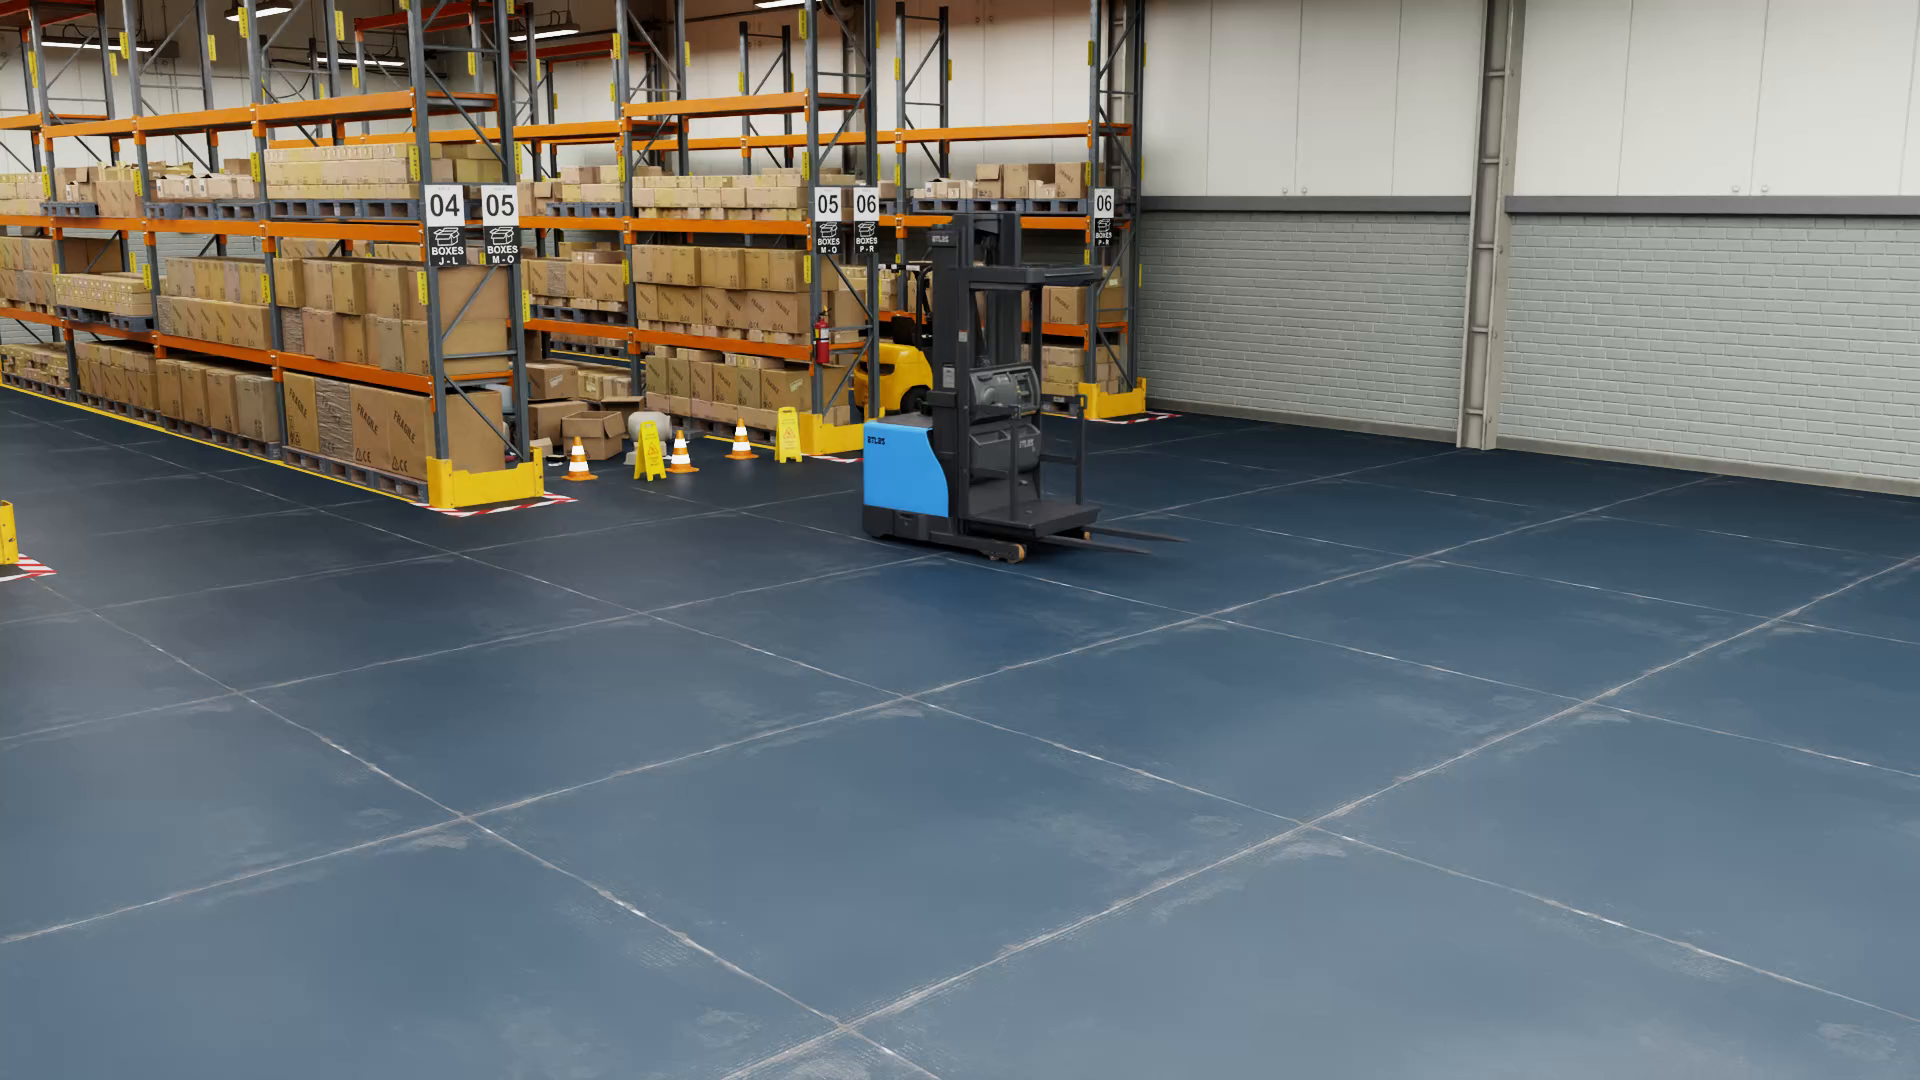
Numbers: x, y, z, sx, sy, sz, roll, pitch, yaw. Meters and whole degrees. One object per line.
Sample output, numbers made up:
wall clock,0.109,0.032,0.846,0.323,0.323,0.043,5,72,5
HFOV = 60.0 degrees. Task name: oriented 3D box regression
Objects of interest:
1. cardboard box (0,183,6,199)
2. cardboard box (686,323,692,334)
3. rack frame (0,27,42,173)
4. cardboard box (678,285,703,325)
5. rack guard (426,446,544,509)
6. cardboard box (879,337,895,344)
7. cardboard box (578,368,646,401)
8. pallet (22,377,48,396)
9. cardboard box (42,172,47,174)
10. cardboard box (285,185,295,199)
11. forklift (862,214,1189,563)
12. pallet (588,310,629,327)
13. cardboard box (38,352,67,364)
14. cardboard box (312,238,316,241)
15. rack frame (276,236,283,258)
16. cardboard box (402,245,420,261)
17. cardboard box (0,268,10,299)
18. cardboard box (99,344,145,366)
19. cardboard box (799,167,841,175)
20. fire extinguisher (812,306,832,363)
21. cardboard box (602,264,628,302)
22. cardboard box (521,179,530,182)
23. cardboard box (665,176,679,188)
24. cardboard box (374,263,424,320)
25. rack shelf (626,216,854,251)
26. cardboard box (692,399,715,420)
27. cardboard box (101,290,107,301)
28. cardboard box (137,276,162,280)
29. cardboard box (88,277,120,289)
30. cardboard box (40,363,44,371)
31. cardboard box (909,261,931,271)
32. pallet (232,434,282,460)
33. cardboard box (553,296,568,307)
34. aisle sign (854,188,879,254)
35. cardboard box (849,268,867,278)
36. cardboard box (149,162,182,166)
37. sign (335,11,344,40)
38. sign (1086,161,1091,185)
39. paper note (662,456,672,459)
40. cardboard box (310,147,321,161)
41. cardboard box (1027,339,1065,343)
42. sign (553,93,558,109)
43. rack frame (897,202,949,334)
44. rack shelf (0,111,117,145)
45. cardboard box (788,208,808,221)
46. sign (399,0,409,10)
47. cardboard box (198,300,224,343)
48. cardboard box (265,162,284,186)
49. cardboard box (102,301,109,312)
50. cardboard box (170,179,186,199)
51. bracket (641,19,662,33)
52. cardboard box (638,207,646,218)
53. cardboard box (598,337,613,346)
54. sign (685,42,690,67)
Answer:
cardboard box,-15.151,-5.610,26.747,0.500,0.250,0.500,-11,16,-42
cardboard box,-3.415,-2.821,22.134,0.380,0.149,0.250,-11,16,-43
rack frame,-15.968,-7.160,27.702,1.000,3.000,0.127,-11,16,-43
cardboard box,-3.367,-3.121,21.982,0.500,0.500,0.500,-11,16,-43
rack guard,-4.902,-0.659,17.208,1.175,0.500,0.348,-11,16,-43
cardboard box,-0.951,-2.984,27.146,0.875,0.625,0.625,-10,15,-40
cardboard box,-5.033,-2.274,24.326,0.950,0.372,0.625,-10,15,-39
pallet,-14.541,-2.543,27.071,1.003,0.211,1.213,-11,16,-43
cardboard box,-13.619,-5.481,25.132,0.250,0.149,0.380,11,16,43
cardboard box,-7.324,-3.896,18.629,0.380,0.149,0.250,-11,16,-43
forklift,0.563,-1.356,14.569,3.031,2.935,1.130,9,15,38
pallet,-4.593,-3.213,23.886,1.003,0.211,1.213,-11,16,-43
cardboard box,-14.398,-2.897,26.427,0.250,0.149,0.380,11,16,42
cardboard box,-11.527,-5.501,30.183,0.380,0.149,0.250,-11,16,-42
rack frame,-12.457,-4.926,31.727,1.000,3.000,0.127,-11,16,-43
cardboard box,-8.883,-4.633,27.578,0.500,0.500,0.500,11,16,44
cardboard box,-15.469,-4.238,27.400,0.500,0.500,0.500,-11,16,-42
cardboard box,-12.168,-2.689,24.166,0.500,0.250,0.500,-10,15,-40
cardboard box,-2.318,-5.935,27.656,0.500,0.500,0.500,-10,16,-41
fire extinguisher,-1.662,-2.472,20.008,0.296,0.674,0.183,-11,16,-43
cardboard box,-4.655,-3.611,23.316,0.500,0.500,0.500,-11,16,-44
cardboard box,-8.745,-7.305,34.235,0.500,0.250,0.500,-11,16,-43
cardboard box,-3.650,-4.704,21.863,0.380,0.149,0.250,-11,16,-43
cardboard box,-5.593,-2.616,17.465,0.875,0.550,0.550,-11,16,-43
rack shelf,-2.789,-4.000,21.580,1.077,0.370,4.000,-11,16,-43
cardboard box,-3.213,-1.757,22.116,0.500,0.250,0.500,-11,16,-43
cardboard box,-11.825,-3.441,23.363,0.380,0.149,0.250,-11,16,-43
cardboard box,-11.700,-3.751,24.131,0.380,0.149,0.250,-11,16,-43
cardboard box,-12.184,-3.663,23.703,0.380,0.149,0.250,-10,15,-41
cardboard box,-14.509,-2.796,26.673,0.250,0.149,0.380,11,16,42
cardboard box,-0.577,-4.292,26.054,0.380,0.149,0.250,-10,16,-41
pallet,-8.268,-1.207,20.584,1.003,0.211,1.213,-11,16,-43
cardboard box,-5.762,-3.525,24.509,0.380,0.149,0.250,-10,15,-41
aisle sign,-1.141,-3.898,20.296,0.394,0.787,0.004,-11,16,-43
cardboard box,-1.579,-4.351,27.079,0.250,0.149,0.380,11,16,43
cardboard box,-11.084,-5.152,23.242,0.396,0.266,0.258,-11,16,-43
sign,-7.262,-6.017,19.449,0.100,0.325,0.005,-11,16,-43
sign,1.777,-5.074,23.012,0.100,0.325,0.005,-11,16,-43
paper note,-3.500,-0.997,20.016,0.142,0.019,0.148,6,13,26
cardboard box,-6.795,-4.176,18.008,0.380,0.149,0.250,-11,16,-43
cardboard box,1.299,-2.875,25.069,0.500,0.250,0.500,-11,16,-43
sign,-8.454,-9.166,34.732,0.100,0.325,0.005,-11,16,-43
rack frame,-0.583,-3.867,26.586,1.000,3.000,0.127,-11,16,-43
rack shelf,-14.587,-6.514,26.358,1.077,0.370,4.000,-11,16,-43
cardboard box,-1.857,-3.950,20.179,0.380,0.149,0.250,-11,16,-42
sign,-5.321,-5.248,15.909,0.100,0.325,0.005,-11,16,-43
cardboard box,-9.285,-2.779,21.059,0.500,0.500,0.500,-11,16,-43
cardboard box,-7.546,-4.156,18.901,0.500,0.250,0.500,-11,16,-42
cardboard box,-11.821,-3.295,23.389,0.250,0.149,0.380,11,16,43
cardboard box,-9.756,-4.495,21.284,0.500,0.250,0.500,-10,16,-41
bracket,-5.907,-9.853,31.854,0.235,0.232,0.430,-11,16,-43
cardboard box,-4.132,-4.440,22.558,0.380,0.149,0.250,-11,16,-43
cardboard box,-6.951,-3.994,32.936,0.396,0.266,0.258,-10,15,-41
sign,-3.765,-6.682,22.873,0.100,0.325,0.005,-11,16,-43
